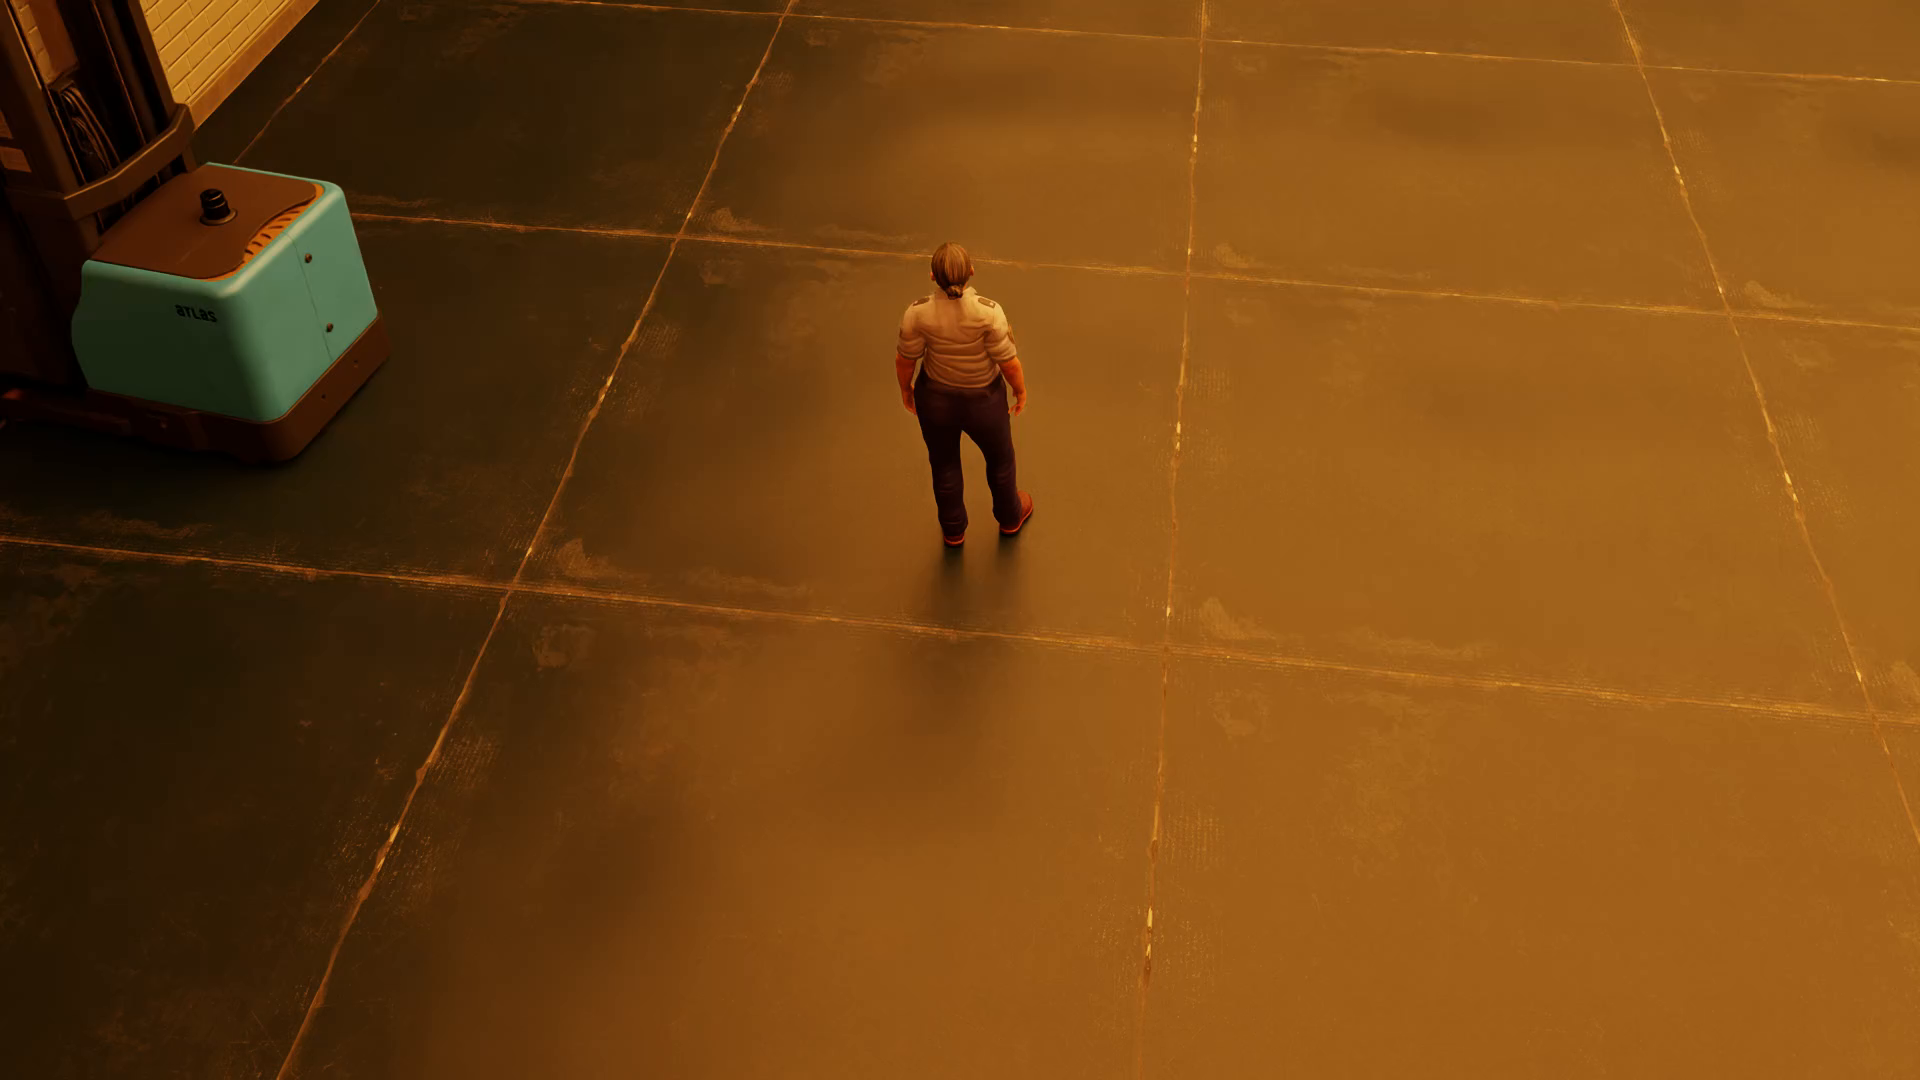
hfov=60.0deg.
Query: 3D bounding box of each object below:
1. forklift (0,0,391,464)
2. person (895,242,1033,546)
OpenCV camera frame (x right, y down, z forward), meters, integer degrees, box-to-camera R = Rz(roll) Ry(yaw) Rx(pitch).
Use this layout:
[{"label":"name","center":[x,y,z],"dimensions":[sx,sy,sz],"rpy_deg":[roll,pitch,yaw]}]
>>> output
[{"label":"forklift","center":[-4.612,-2.022,7.926],"dimensions":[3.031,2.935,1.130],"rpy_deg":[11,44,12]},{"label":"person","center":[0.035,-0.668,7.393],"dimensions":[0.598,1.643,0.503],"rpy_deg":[5,43,6]}]
